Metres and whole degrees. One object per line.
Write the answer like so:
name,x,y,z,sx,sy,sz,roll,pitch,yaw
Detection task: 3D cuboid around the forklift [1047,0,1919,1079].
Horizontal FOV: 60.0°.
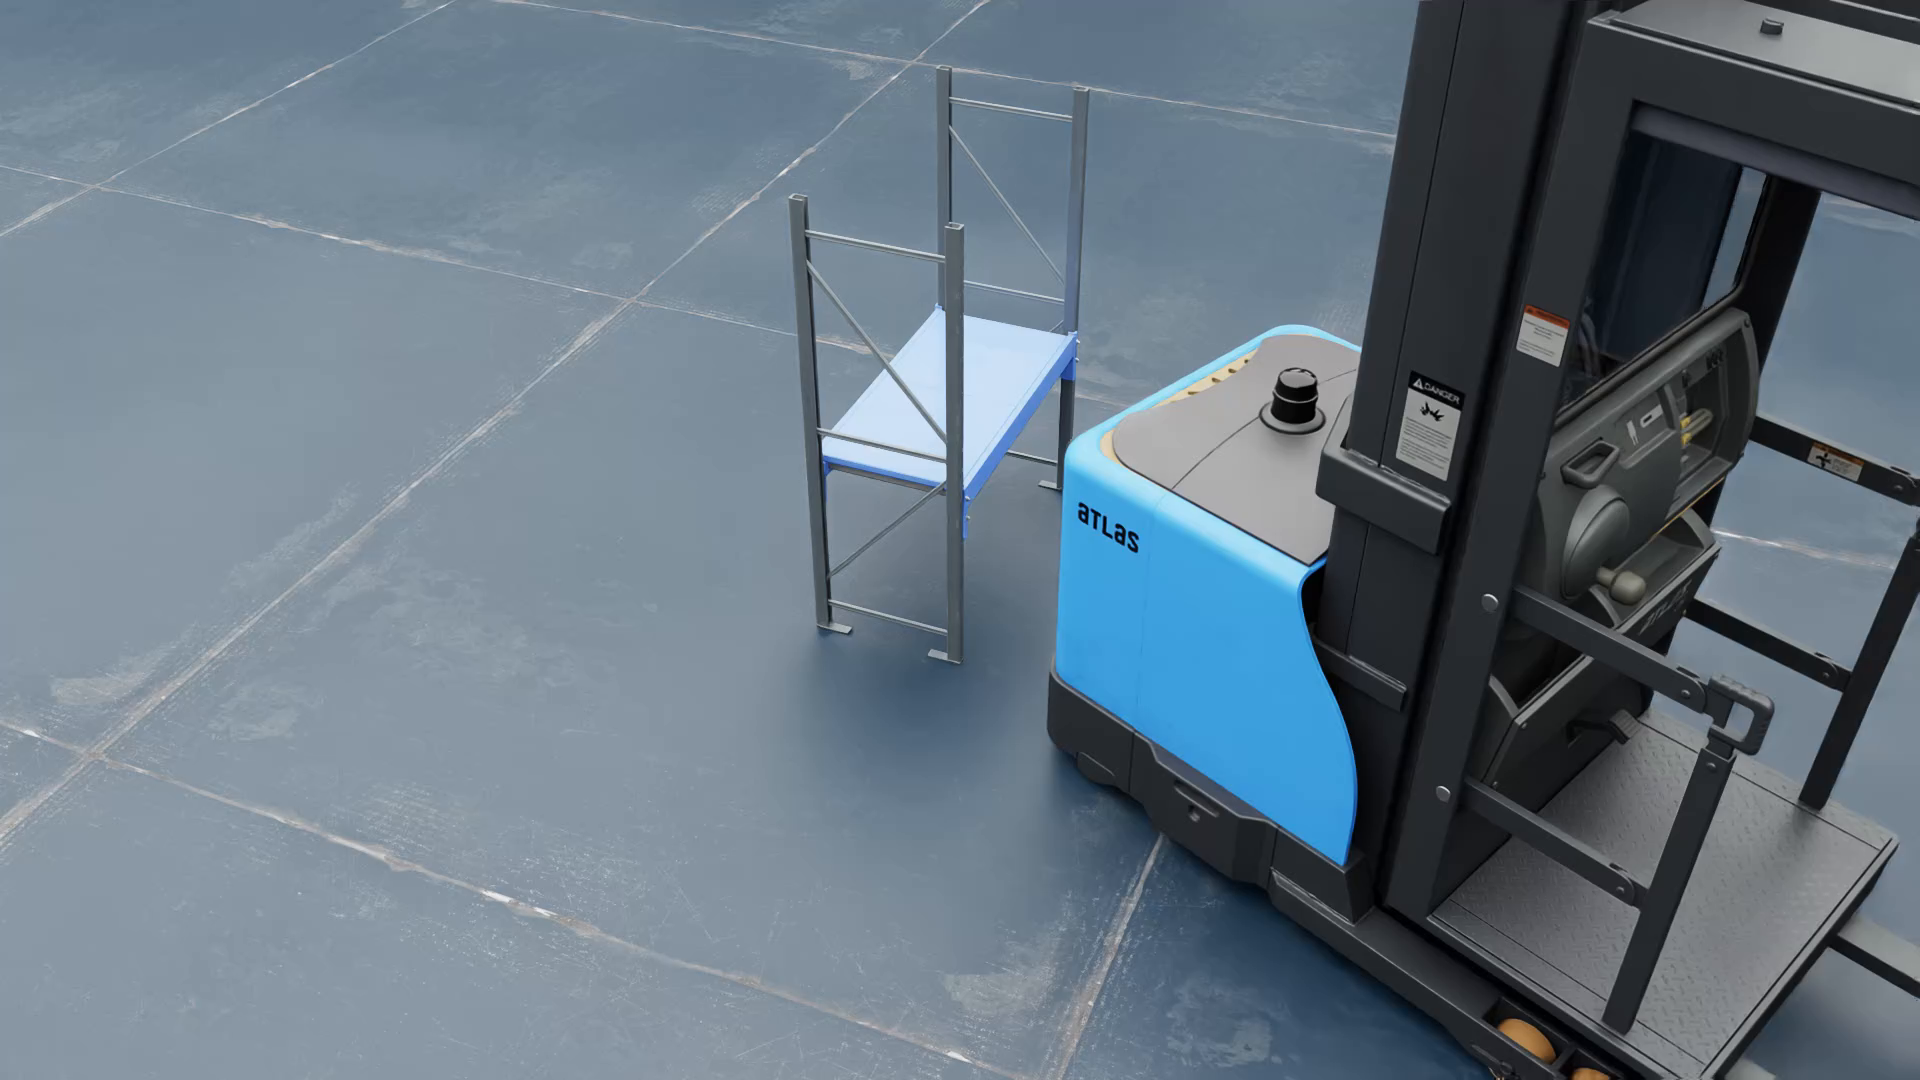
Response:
forklift,1.636,-0.125,3.469,1.130,2.935,3.031,-30,46,-34

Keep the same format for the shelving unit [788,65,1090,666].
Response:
shelving unit,-0.032,-0.553,5.238,0.538,1.500,1.048,14,39,18

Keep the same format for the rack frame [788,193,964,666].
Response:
rack frame,-0.226,-0.272,4.861,0.500,1.500,0.032,14,39,18

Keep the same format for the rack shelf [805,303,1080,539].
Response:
rack shelf,-0.032,-0.409,5.345,0.538,0.185,1.000,14,39,18

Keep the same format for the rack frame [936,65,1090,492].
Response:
rack frame,0.161,-0.835,5.614,0.500,1.500,0.032,14,39,18
